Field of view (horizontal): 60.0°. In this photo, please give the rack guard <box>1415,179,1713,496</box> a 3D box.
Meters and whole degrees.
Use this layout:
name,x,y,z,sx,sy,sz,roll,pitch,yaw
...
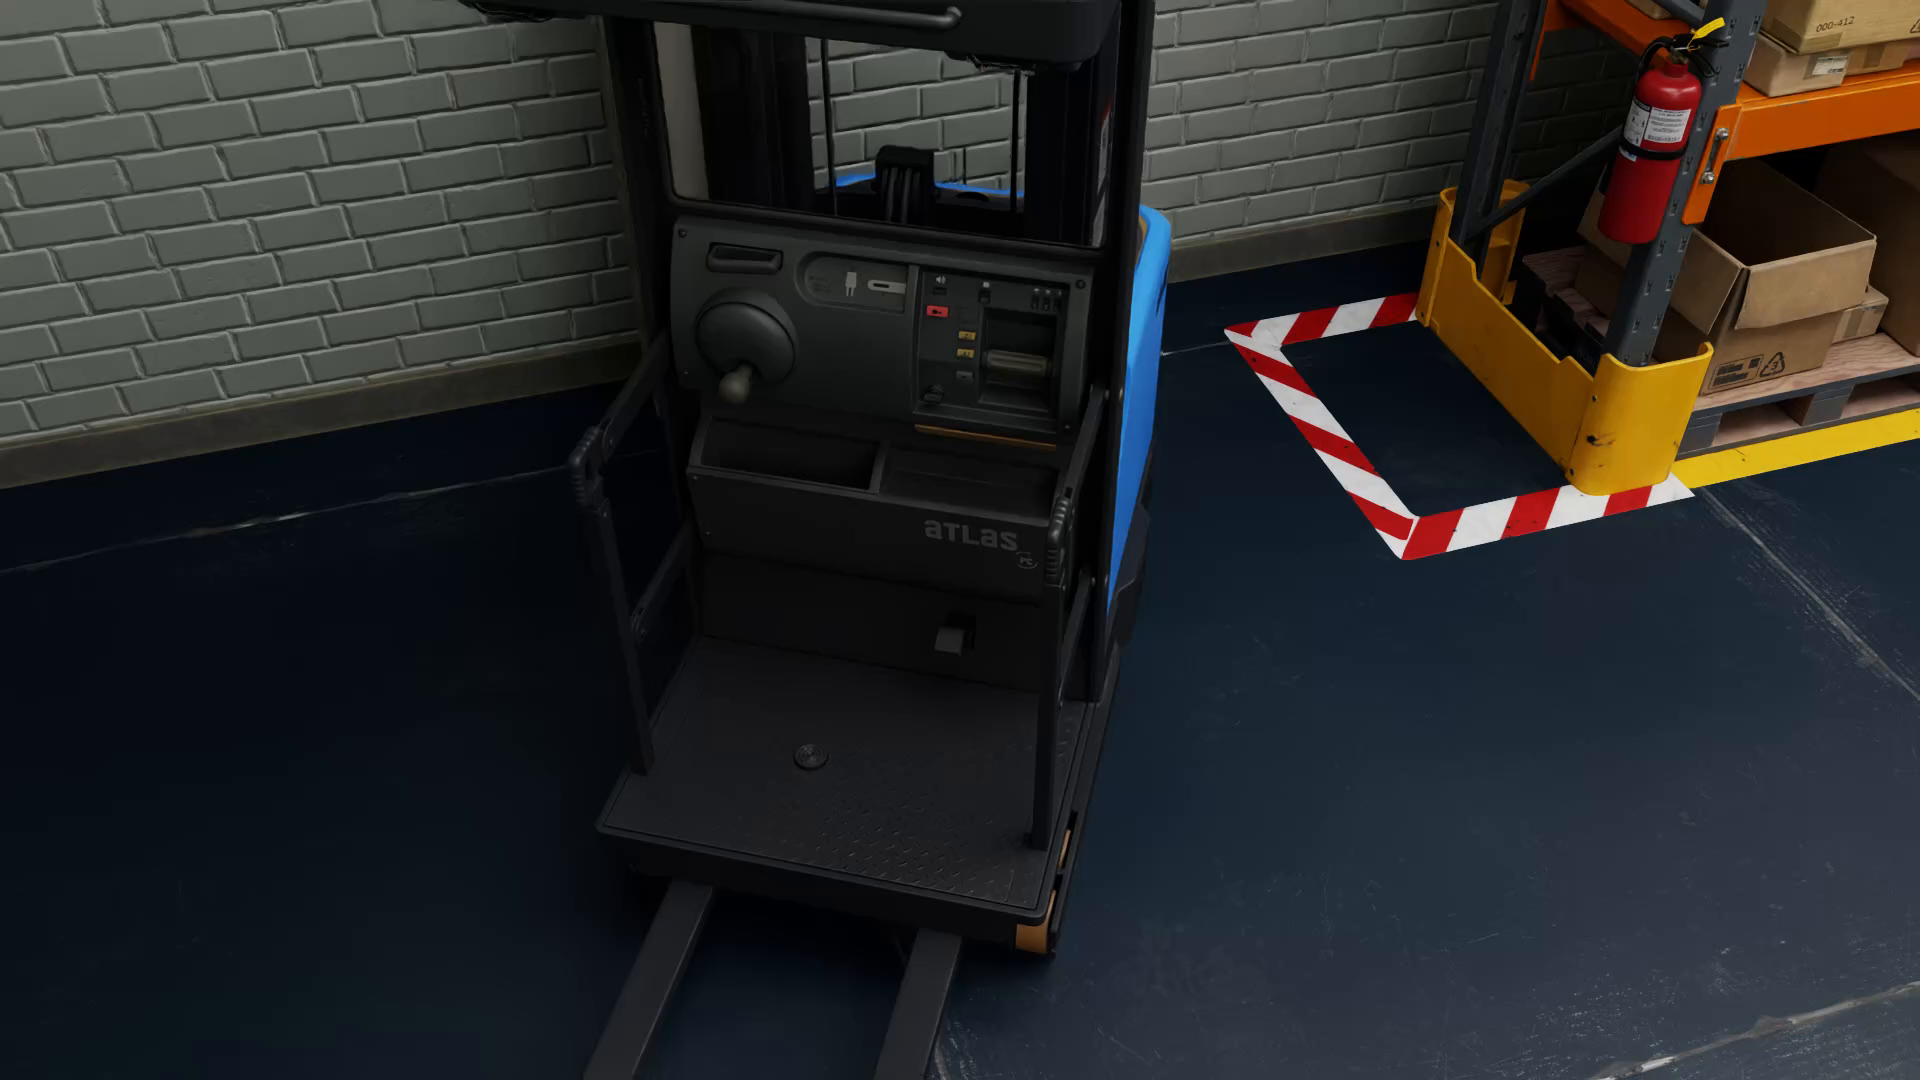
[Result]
name,x,y,z,sx,sy,sz,roll,pitch,yaw
rack guard,2.022,-0.721,5.695,0.348,0.500,1.175,-12,42,-13

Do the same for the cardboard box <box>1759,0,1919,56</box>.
name,x,y,z,sx,sy,sz,roll,pitch,yaw
cardboard box,2.463,-1.623,4.716,0.500,0.250,0.500,-11,42,-13

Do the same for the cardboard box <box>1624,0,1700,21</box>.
name,x,y,z,sx,sy,sz,roll,pitch,yaw
cardboard box,2.185,-1.786,5.206,0.250,0.149,0.380,-12,43,-14

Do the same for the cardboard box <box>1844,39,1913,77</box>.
name,x,y,z,sx,sy,sz,roll,pitch,yaw
cardboard box,2.574,-1.525,4.906,0.250,0.149,0.380,-11,42,-12

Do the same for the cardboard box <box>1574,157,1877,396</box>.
name,x,y,z,sx,sy,sz,roll,pitch,yaw
cardboard box,2.561,-0.927,5.609,0.637,0.503,0.797,-13,43,-15

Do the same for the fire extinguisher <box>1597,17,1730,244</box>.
name,x,y,z,sx,sy,sz,roll,pitch,yaw
fire extinguisher,1.948,-1.158,4.638,0.183,0.674,0.296,-12,42,-13

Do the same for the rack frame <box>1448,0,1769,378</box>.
name,x,y,z,sx,sy,sz,roll,pitch,yaw
rack frame,1.949,-1.647,4.855,0.127,3.000,1.000,-12,42,-13

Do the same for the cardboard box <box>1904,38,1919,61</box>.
name,x,y,z,sx,sy,sz,roll,pitch,yaw
cardboard box,2.814,-1.598,4.991,0.250,0.149,0.380,-12,43,-14

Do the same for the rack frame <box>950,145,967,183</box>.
name,x,y,z,sx,sy,sz,roll,pitch,yaw
rack frame,-0.003,-0.732,5.290,0.008,1.050,0.200,8,42,9

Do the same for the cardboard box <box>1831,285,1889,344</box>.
name,x,y,z,sx,sy,sz,roll,pitch,yaw
cardboard box,2.978,-0.853,5.794,0.250,0.149,0.380,-13,43,-15

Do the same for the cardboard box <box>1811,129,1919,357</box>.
name,x,y,z,sx,sy,sz,roll,pitch,yaw
cardboard box,3.388,-1.070,5.775,0.500,0.500,0.700,-10,42,-11

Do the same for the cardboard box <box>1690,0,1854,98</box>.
name,x,y,z,sx,sy,sz,roll,pitch,yaw
cardboard box,2.345,-1.445,4.815,0.250,0.149,0.380,-12,43,-13

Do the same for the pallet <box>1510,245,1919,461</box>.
name,x,y,z,sx,sy,sz,roll,pitch,yaw
pallet,2.782,-0.770,5.971,1.213,0.211,1.003,-12,42,-13

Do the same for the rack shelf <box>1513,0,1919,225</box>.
name,x,y,z,sx,sy,sz,roll,pitch,yaw
rack shelf,3.857,-1.771,5.545,4.000,0.370,1.077,-12,42,-13

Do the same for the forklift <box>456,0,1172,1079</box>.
name,x,y,z,sx,sy,sz,roll,pitch,yaw
forklift,-0.230,-0.371,3.447,1.130,2.935,3.031,9,42,10

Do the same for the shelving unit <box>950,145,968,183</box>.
name,x,y,z,sx,sy,sz,roll,pitch,yaw
shelving unit,0.116,-0.715,5.270,0.252,1.050,0.215,8,42,9
